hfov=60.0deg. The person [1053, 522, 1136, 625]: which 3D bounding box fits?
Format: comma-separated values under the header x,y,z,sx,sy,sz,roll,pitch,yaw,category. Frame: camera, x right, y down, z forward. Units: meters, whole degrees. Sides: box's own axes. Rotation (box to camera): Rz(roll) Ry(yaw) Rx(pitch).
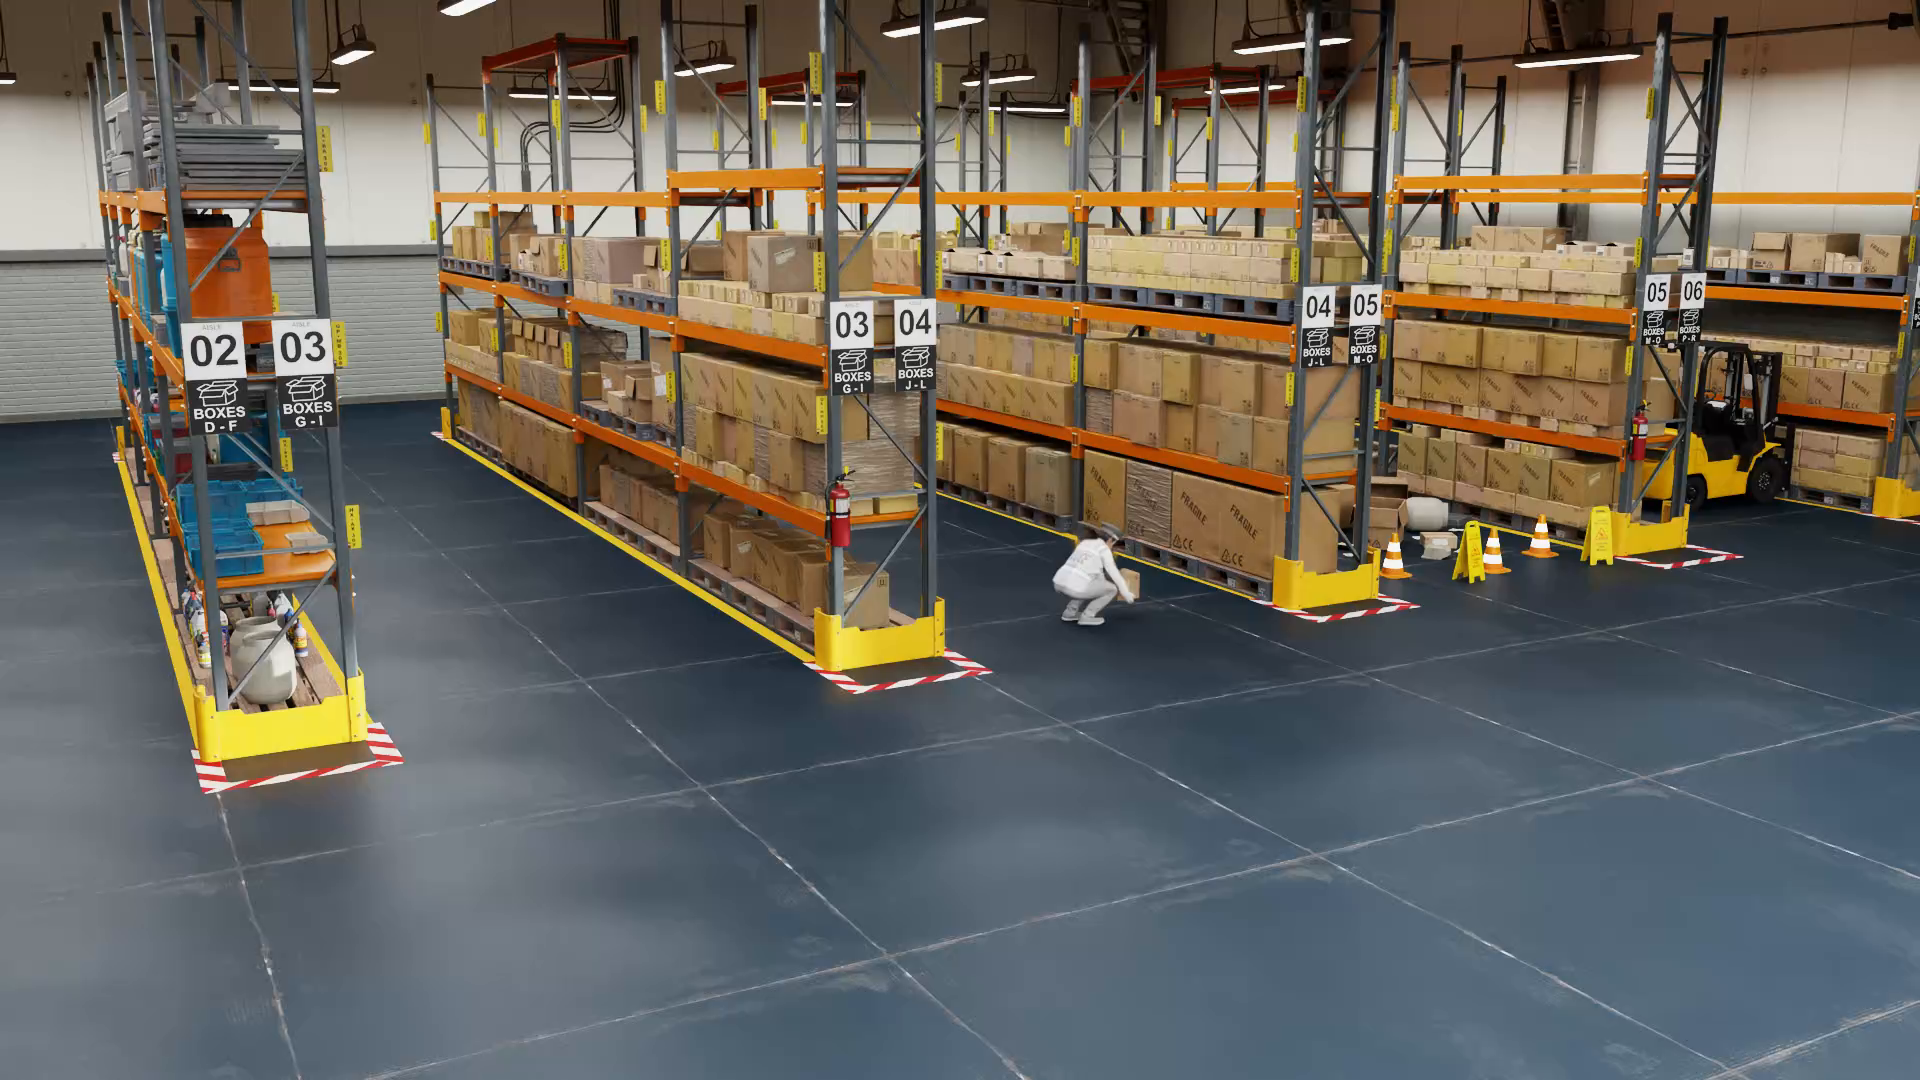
x,y,z,sx,sy,sz,roll,pitch,yaw,category
1.296,0.326,16.142,0.822,0.964,0.499,-6,13,-28,person
